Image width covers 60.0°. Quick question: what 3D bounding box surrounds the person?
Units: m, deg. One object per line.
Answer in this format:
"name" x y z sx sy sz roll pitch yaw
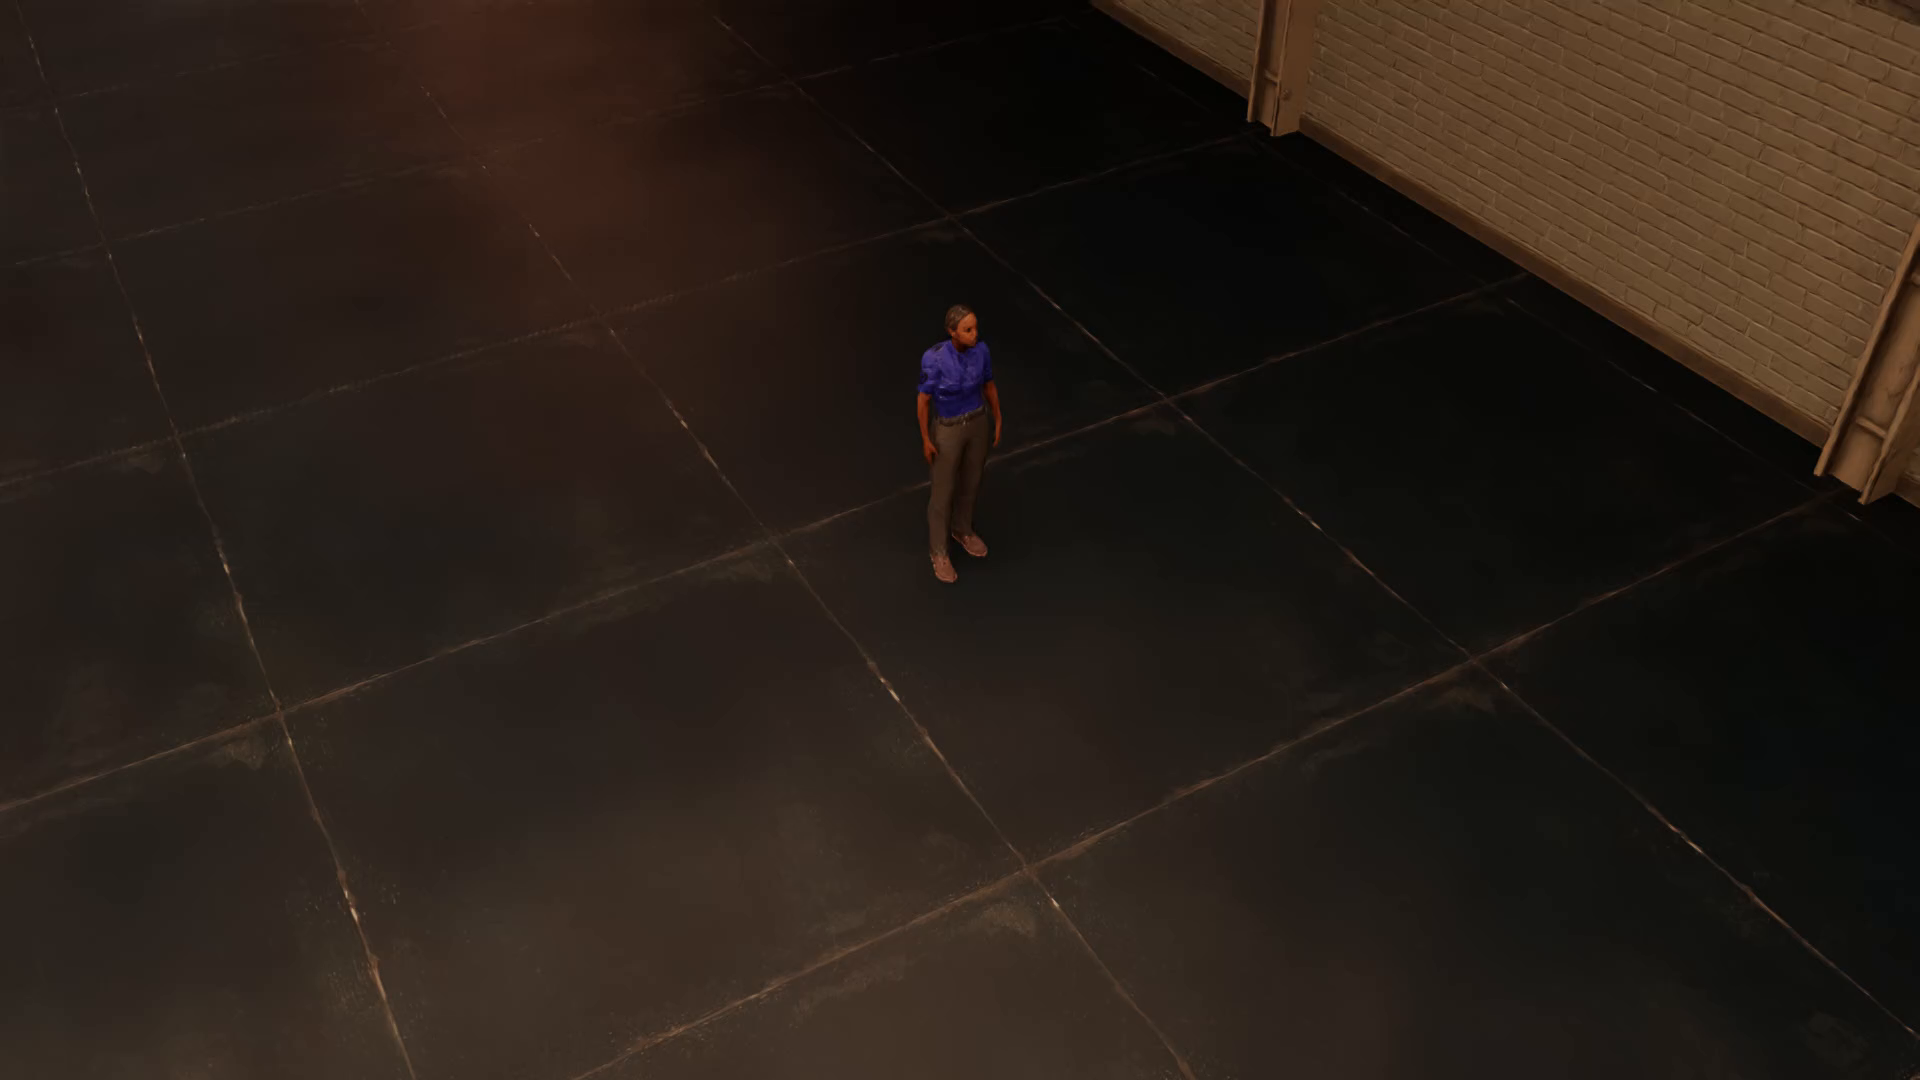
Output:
"person" 0.027 -0.587 9.733 0.570 1.654 0.503 -20 44 -23
